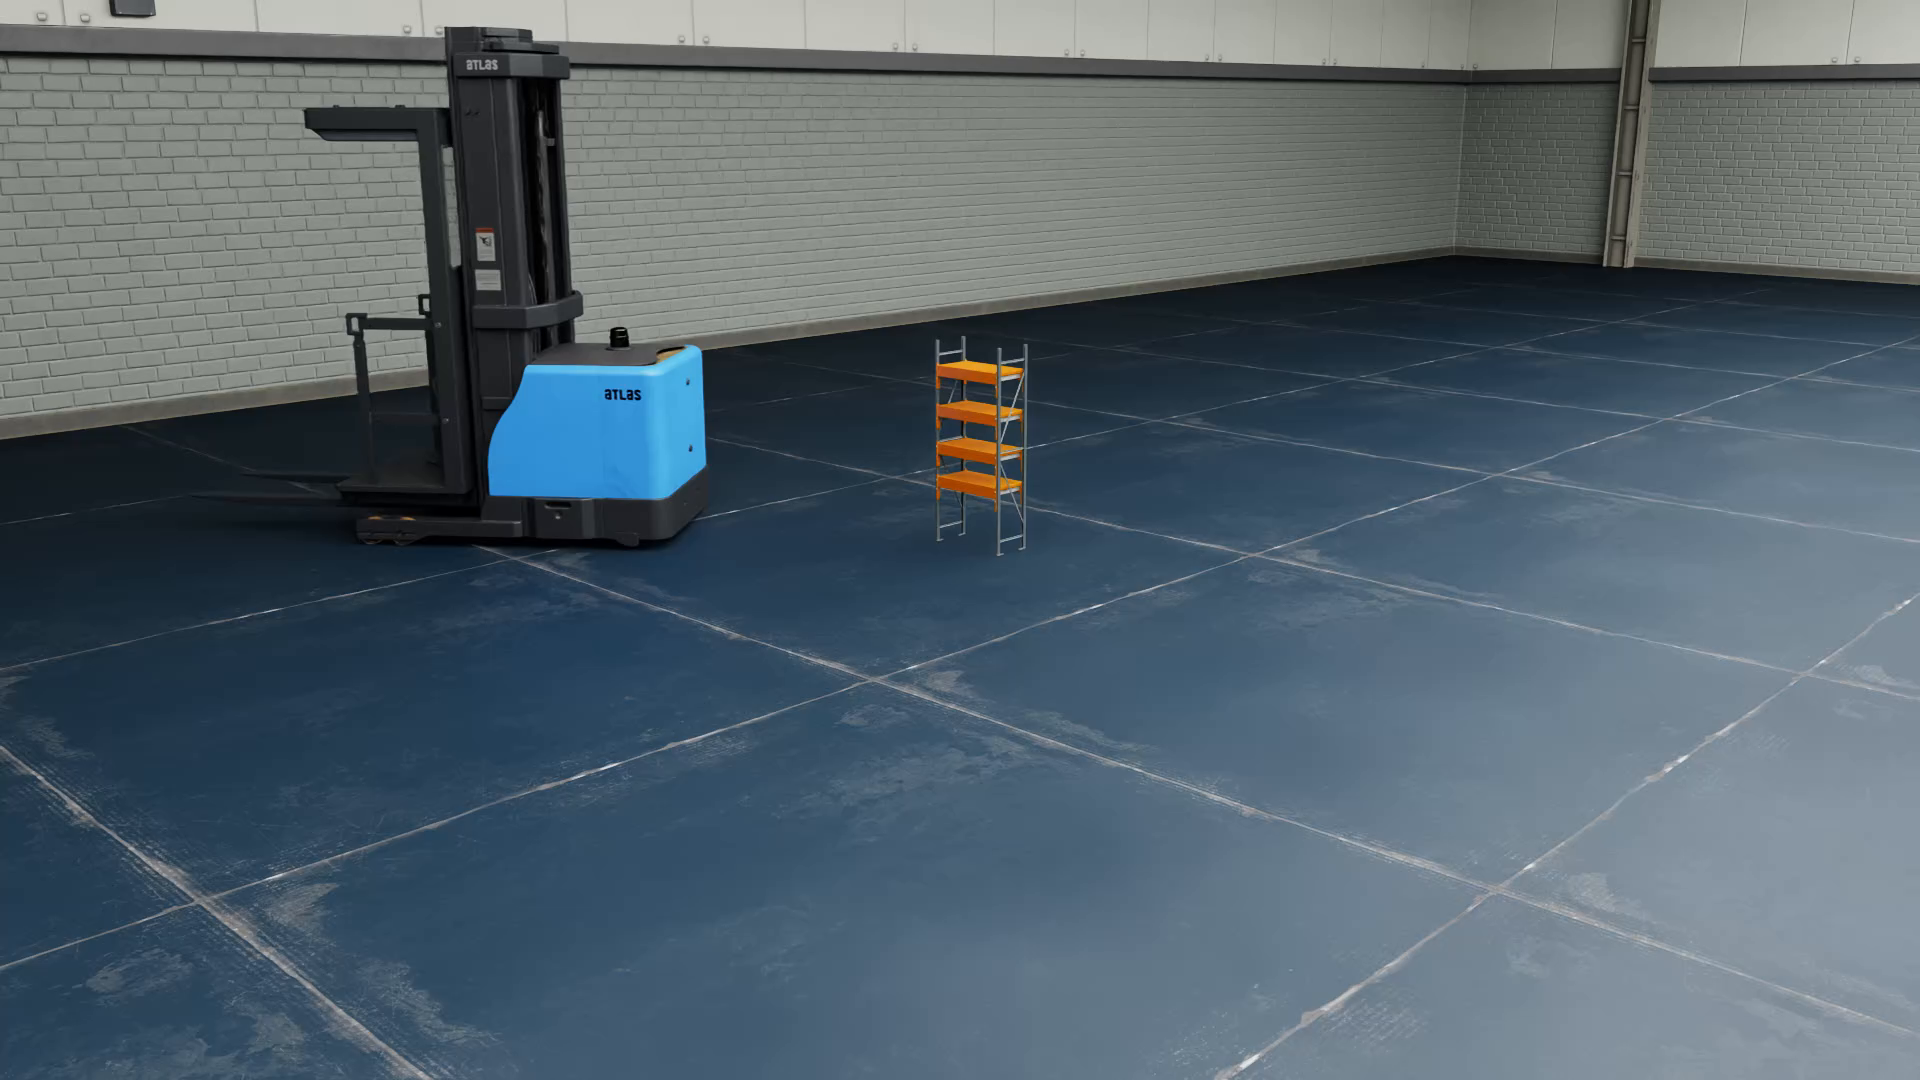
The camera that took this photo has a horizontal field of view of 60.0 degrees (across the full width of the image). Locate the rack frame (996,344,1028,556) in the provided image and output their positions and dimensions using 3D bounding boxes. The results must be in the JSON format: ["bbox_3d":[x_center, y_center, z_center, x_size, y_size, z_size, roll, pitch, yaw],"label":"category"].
[{"bbox_3d":[0.295,-0.509,9.506,0.015,1.200,0.240,14,20,42],"label":"rack frame"}]

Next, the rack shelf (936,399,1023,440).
[{"bbox_3d":[0.119,-0.703,9.630,0.480,0.148,0.258,14,20,42],"label":"rack shelf"}]

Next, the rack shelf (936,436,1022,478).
[{"bbox_3d":[0.119,-0.487,9.687,0.480,0.148,0.258,14,20,42],"label":"rack shelf"}]

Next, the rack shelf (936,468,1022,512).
[{"bbox_3d":[0.119,-0.294,9.737,0.480,0.148,0.258,14,20,42],"label":"rack shelf"}]

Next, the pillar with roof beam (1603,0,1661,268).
[{"bbox_3d":[7.697,-8.017,22.854,0.400,9.000,9.100,14,20,42],"label":"pillar with roof beam"}]

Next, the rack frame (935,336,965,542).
[{"bbox_3d":[-0.057,-0.594,9.833,0.015,1.200,0.240,14,20,42],"label":"rack frame"}]

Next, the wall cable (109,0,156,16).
[{"bbox_3d":[-5.781,-7.203,12.984,0.169,6.003,2.305,14,20,42],"label":"wall cable"}]

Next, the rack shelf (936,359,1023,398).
[{"bbox_3d":[0.119,-0.932,9.571,0.480,0.148,0.258,14,20,42],"label":"rack shelf"}]

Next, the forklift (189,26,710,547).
[{"bbox_3d":[-3.140,-1.517,9.941,3.031,2.935,1.130,2,15,6],"label":"forklift"}]

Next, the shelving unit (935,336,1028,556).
[{"bbox_3d":[0.119,-0.552,9.670,0.503,1.200,0.258,14,20,42],"label":"shelving unit"}]
